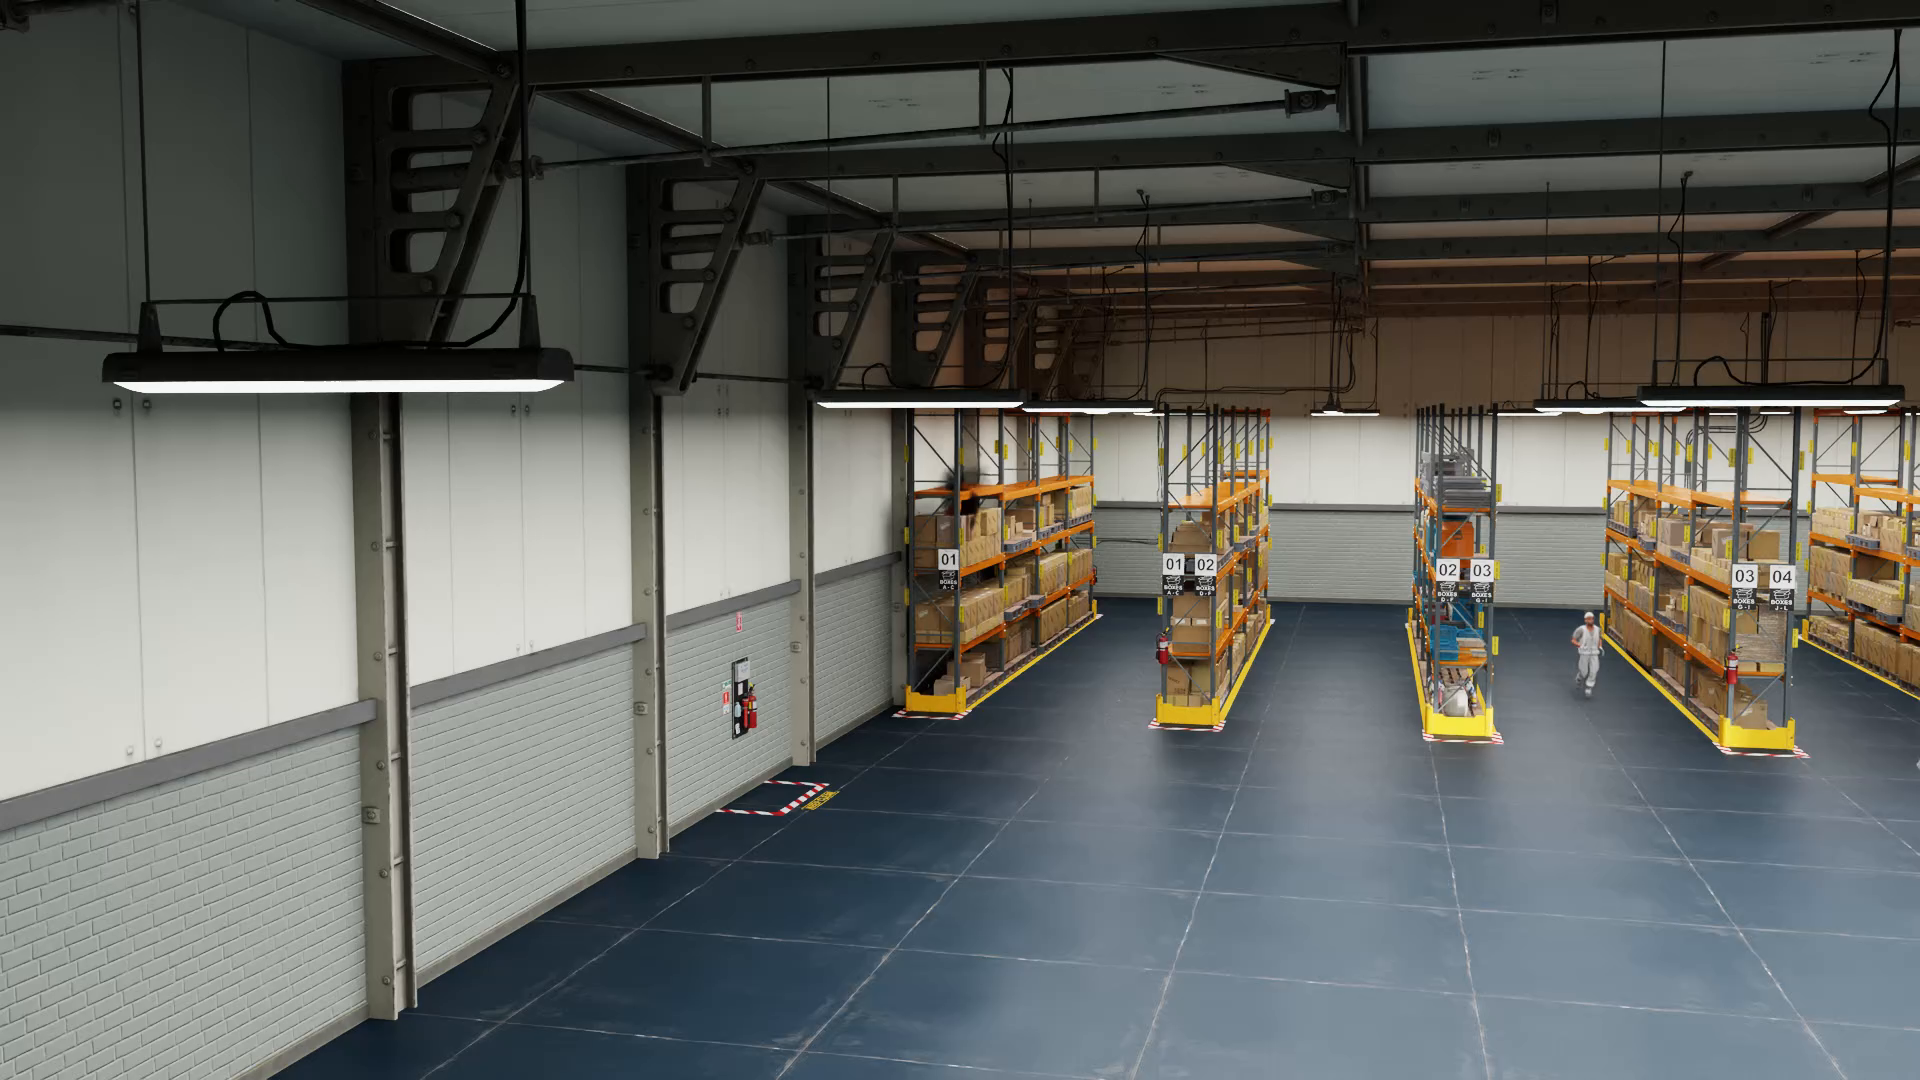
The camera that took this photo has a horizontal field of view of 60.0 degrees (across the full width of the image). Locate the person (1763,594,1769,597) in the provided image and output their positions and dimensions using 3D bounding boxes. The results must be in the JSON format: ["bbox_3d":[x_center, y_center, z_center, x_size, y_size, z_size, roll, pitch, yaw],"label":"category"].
[{"bbox_3d":[20.538,1.766,42.511,0.695,1.818,0.729,1,4,18],"label":"person"}]

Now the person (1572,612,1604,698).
[{"bbox_3d":[12.923,2.356,34.238,0.653,1.750,0.720,0,4,0],"label":"person"}]
